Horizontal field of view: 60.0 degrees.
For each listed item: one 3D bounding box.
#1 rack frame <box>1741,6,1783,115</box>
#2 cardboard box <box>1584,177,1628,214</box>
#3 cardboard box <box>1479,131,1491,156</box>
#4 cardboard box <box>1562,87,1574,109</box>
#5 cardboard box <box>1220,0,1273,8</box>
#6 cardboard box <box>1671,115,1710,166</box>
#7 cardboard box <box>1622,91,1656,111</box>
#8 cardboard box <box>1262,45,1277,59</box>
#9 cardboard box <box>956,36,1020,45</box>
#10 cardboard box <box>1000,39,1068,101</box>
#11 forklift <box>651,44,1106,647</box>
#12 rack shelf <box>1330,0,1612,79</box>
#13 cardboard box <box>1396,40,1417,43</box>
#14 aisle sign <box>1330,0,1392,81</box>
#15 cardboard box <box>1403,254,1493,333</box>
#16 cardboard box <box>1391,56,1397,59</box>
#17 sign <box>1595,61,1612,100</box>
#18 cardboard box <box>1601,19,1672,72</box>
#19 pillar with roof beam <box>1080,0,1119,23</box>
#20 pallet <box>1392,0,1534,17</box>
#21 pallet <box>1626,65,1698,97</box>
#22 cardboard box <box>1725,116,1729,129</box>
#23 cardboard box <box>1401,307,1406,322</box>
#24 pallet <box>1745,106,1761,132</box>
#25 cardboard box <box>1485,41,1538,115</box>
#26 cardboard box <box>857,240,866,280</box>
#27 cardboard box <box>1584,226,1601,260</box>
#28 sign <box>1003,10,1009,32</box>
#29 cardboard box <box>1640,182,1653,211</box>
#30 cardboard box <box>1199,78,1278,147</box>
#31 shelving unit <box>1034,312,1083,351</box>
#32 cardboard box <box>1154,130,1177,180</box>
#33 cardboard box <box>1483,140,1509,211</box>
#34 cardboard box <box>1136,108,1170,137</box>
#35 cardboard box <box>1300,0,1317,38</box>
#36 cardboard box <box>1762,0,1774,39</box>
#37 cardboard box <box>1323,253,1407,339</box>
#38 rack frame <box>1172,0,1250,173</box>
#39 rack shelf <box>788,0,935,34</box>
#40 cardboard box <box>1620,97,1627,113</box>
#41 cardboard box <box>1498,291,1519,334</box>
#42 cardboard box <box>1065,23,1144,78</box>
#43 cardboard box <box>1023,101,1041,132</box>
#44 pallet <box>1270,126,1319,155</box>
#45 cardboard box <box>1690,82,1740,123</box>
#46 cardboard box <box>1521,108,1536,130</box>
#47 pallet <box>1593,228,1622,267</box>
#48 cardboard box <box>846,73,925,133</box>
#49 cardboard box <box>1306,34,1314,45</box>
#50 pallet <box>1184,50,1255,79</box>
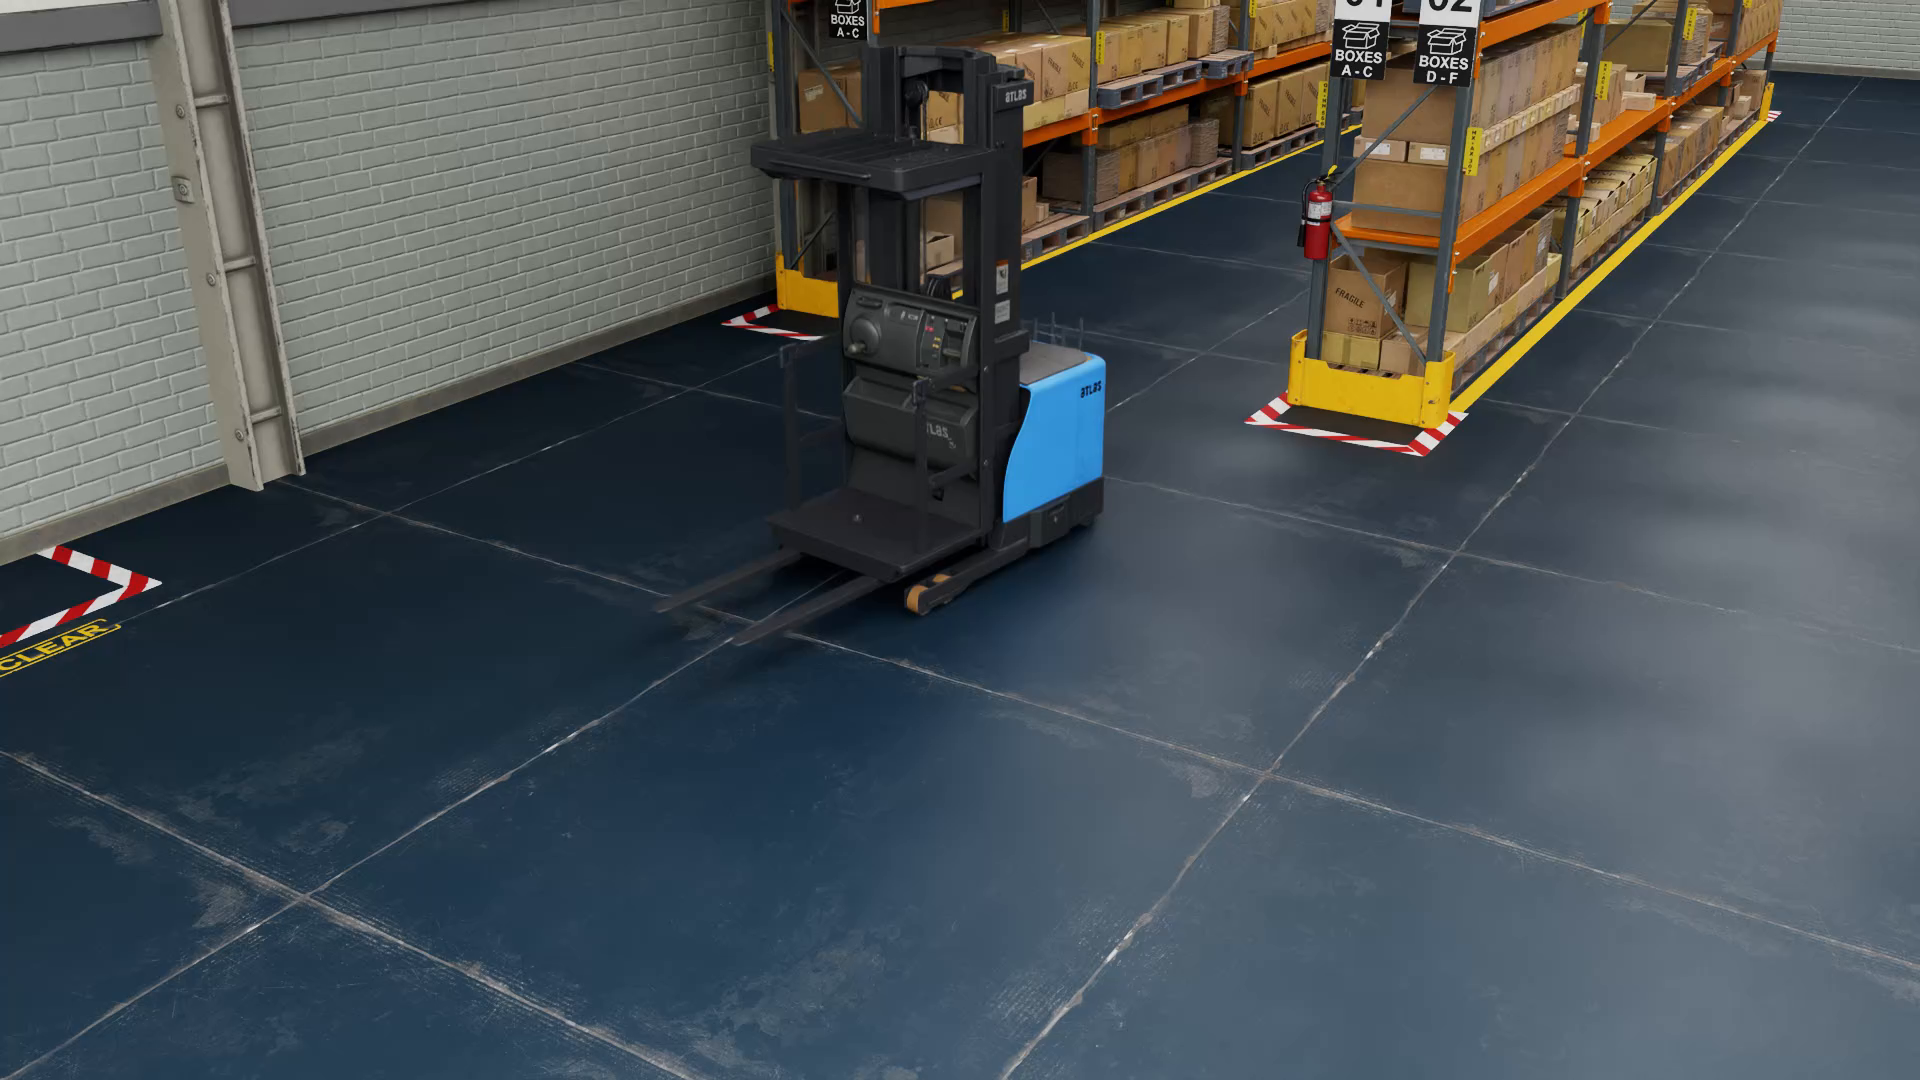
[{"bbox_3d":[11.508,-7.767,24.416,1.000,3.000,0.127,14,27,29],"label":"rack frame"},{"bbox_3d":[6.418,-3.511,16.812,0.500,0.311,0.500,15,27,30],"label":"cardboard box"},{"bbox_3d":[3.728,-2.971,12.395,0.380,0.149,0.250,14,27,29],"label":"cardboard box"},{"bbox_3d":[5.085,-3.841,14.404,0.380,0.149,0.250,13,27,28],"label":"cardboard box"},{"bbox_3d":[3.552,-6.748,20.593,0.500,0.250,0.500,15,27,30],"label":"cardboard box"},{"bbox_3d":[8.849,-4.911,20.411,0.500,0.500,0.500,14,27,30],"label":"cardboard box"},{"bbox_3d":[7.049,-4.590,17.394,0.380,0.149,0.250,14,27,29],"label":"cardboard box"},{"bbox_3d":[3.801,-6.215,21.123,0.380,0.149,0.250,15,27,31],"label":"cardboard box"},{"bbox_3d":[0.266,-4.750,16.665,0.500,0.500,0.500,14,27,29],"label":"cardboard box"},{"bbox_3d":[0.723,-4.644,16.422,0.500,0.500,0.500,14,27,29],"label":"cardboard box"},{"bbox_3d":[-0.421,-1.150,9.217,1.130,2.935,3.031,18,29,36],"label":"forklift"},{"bbox_3d":[4.123,-4.088,13.048,1.077,0.370,4.000,14,27,29],"label":"rack shelf"},{"bbox_3d":[7.101,-7.808,26.313,0.380,0.149,0.250,14,27,28],"label":"cardboard box"},{"bbox_3d":[2.784,-3.599,11.516,0.394,0.787,0.004,14,27,29],"label":"aisle sign"},{"bbox_3d":[3.802,-1.945,12.957,0.500,0.500,0.500,14,27,29],"label":"cardboard box"},{"bbox_3d":[6.485,-7.253,25.847,0.700,0.500,0.500,13,27,27],"label":"cardboard box"},{"bbox_3d":[5.651,-4.035,14.605,0.100,0.325,0.005,14,27,29],"label":"sign"},{"bbox_3d":[7.525,-5.542,18.621,0.700,0.500,0.500,5,24,11],"label":"cardboard box"},{"bbox_3d":[5.315,-7.697,16.703,9.100,9.000,0.400,14,27,29],"label":"pillar with roof beam"},{"bbox_3d":[3.463,-3.936,11.902,1.003,0.211,1.213,14,27,29],"label":"pallet"},{"bbox_3d":[7.586,-5.222,18.779,1.213,0.211,1.003,14,27,29],"label":"pallet"},{"bbox_3d":[10.251,-5.709,22.674,0.380,0.166,0.250,14,27,29],"label":"cardboard box"},{"bbox_3d":[3.354,-1.712,13.361,0.500,0.250,0.500,14,27,29],"label":"cardboard box"},{"bbox_3d":[11.048,-6.192,24.289,1.003,0.211,1.213,14,27,29],"label":"pallet"},{"bbox_3d":[4.155,-3.699,13.260,0.700,0.500,0.500,14,27,29],"label":"cardboard box"},{"bbox_3d":[-0.701,-2.586,15.279,0.500,0.311,0.500,11,26,23],"label":"cardboard box"},{"bbox_3d":[5.872,-2.904,16.115,0.500,0.250,0.500,15,27,30],"label":"cardboard box"},{"bbox_3d":[0.494,-5.400,17.491,0.100,0.325,0.005,14,27,29],"label":"sign"},{"bbox_3d":[7.218,-3.769,18.113,0.500,0.250,0.500,15,27,30],"label":"cardboard box"},{"bbox_3d":[3.577,-5.531,21.427,0.750,0.750,0.750,13,27,28],"label":"cardboard box"},{"bbox_3d":[0.618,-0.845,10.692,0.258,1.200,0.189,18,29,36],"label":"shelving unit"},{"bbox_3d":[2.134,-4.581,19.650,0.700,0.500,0.500,14,27,29],"label":"cardboard box"},{"bbox_3d":[3.865,-2.912,13.075,0.700,0.500,0.500,14,27,29],"label":"cardboard box"},{"bbox_3d":[2.121,-4.895,19.430,0.500,0.250,0.500,14,27,29],"label":"cardboard box"},{"bbox_3d":[4.366,-6.925,21.945,0.500,0.500,0.500,15,27,30],"label":"cardboard box"},{"bbox_3d":[10.965,-7.262,23.122,0.500,0.500,0.500,14,27,29],"label":"cardboard box"},{"bbox_3d":[3.098,-1.885,12.818,0.500,0.500,0.500,14,27,29],"label":"cardboard box"},{"bbox_3d":[3.078,-6.104,20.574,1.000,3.000,0.127,14,27,29],"label":"rack frame"},{"bbox_3d":[-0.087,-5.125,15.443,1.077,0.370,4.000,14,27,29],"label":"rack shelf"},{"bbox_3d":[6.663,-4.509,17.207,0.380,0.149,0.250,16,28,33],"label":"cardboard box"},{"bbox_3d":[4.333,-1.938,13.883,0.500,0.250,0.500,14,27,29],"label":"cardboard box"},{"bbox_3d":[1.566,-5.353,18.160,0.700,0.500,0.500,17,29,34],"label":"cardboard box"},{"bbox_3d":[0.453,-4.131,16.181,0.500,0.250,0.500,14,27,29],"label":"cardboard box"},{"bbox_3d":[4.202,-5.484,22.653,1.003,0.211,1.213,14,27,29],"label":"pallet"},{"bbox_3d":[10.385,-6.108,23.173,0.797,0.503,0.637,14,27,29],"label":"cardboard box"},{"bbox_3d":[4.408,-3.405,13.398,0.380,0.149,0.250,15,28,31],"label":"cardboard box"},{"bbox_3d":[6.176,-3.107,17.162,1.003,0.211,1.213,14,27,29],"label":"pallet"},{"bbox_3d":[-0.635,-3.786,14.440,0.500,0.500,0.500,14,27,29],"label":"cardboard box"},{"bbox_3d":[4.543,-6.755,22.368,0.380,0.149,0.250,13,27,28],"label":"cardboard box"},{"bbox_3d":[2.792,-5.753,20.005,1.213,0.211,1.003,14,27,29],"label":"pallet"}]
